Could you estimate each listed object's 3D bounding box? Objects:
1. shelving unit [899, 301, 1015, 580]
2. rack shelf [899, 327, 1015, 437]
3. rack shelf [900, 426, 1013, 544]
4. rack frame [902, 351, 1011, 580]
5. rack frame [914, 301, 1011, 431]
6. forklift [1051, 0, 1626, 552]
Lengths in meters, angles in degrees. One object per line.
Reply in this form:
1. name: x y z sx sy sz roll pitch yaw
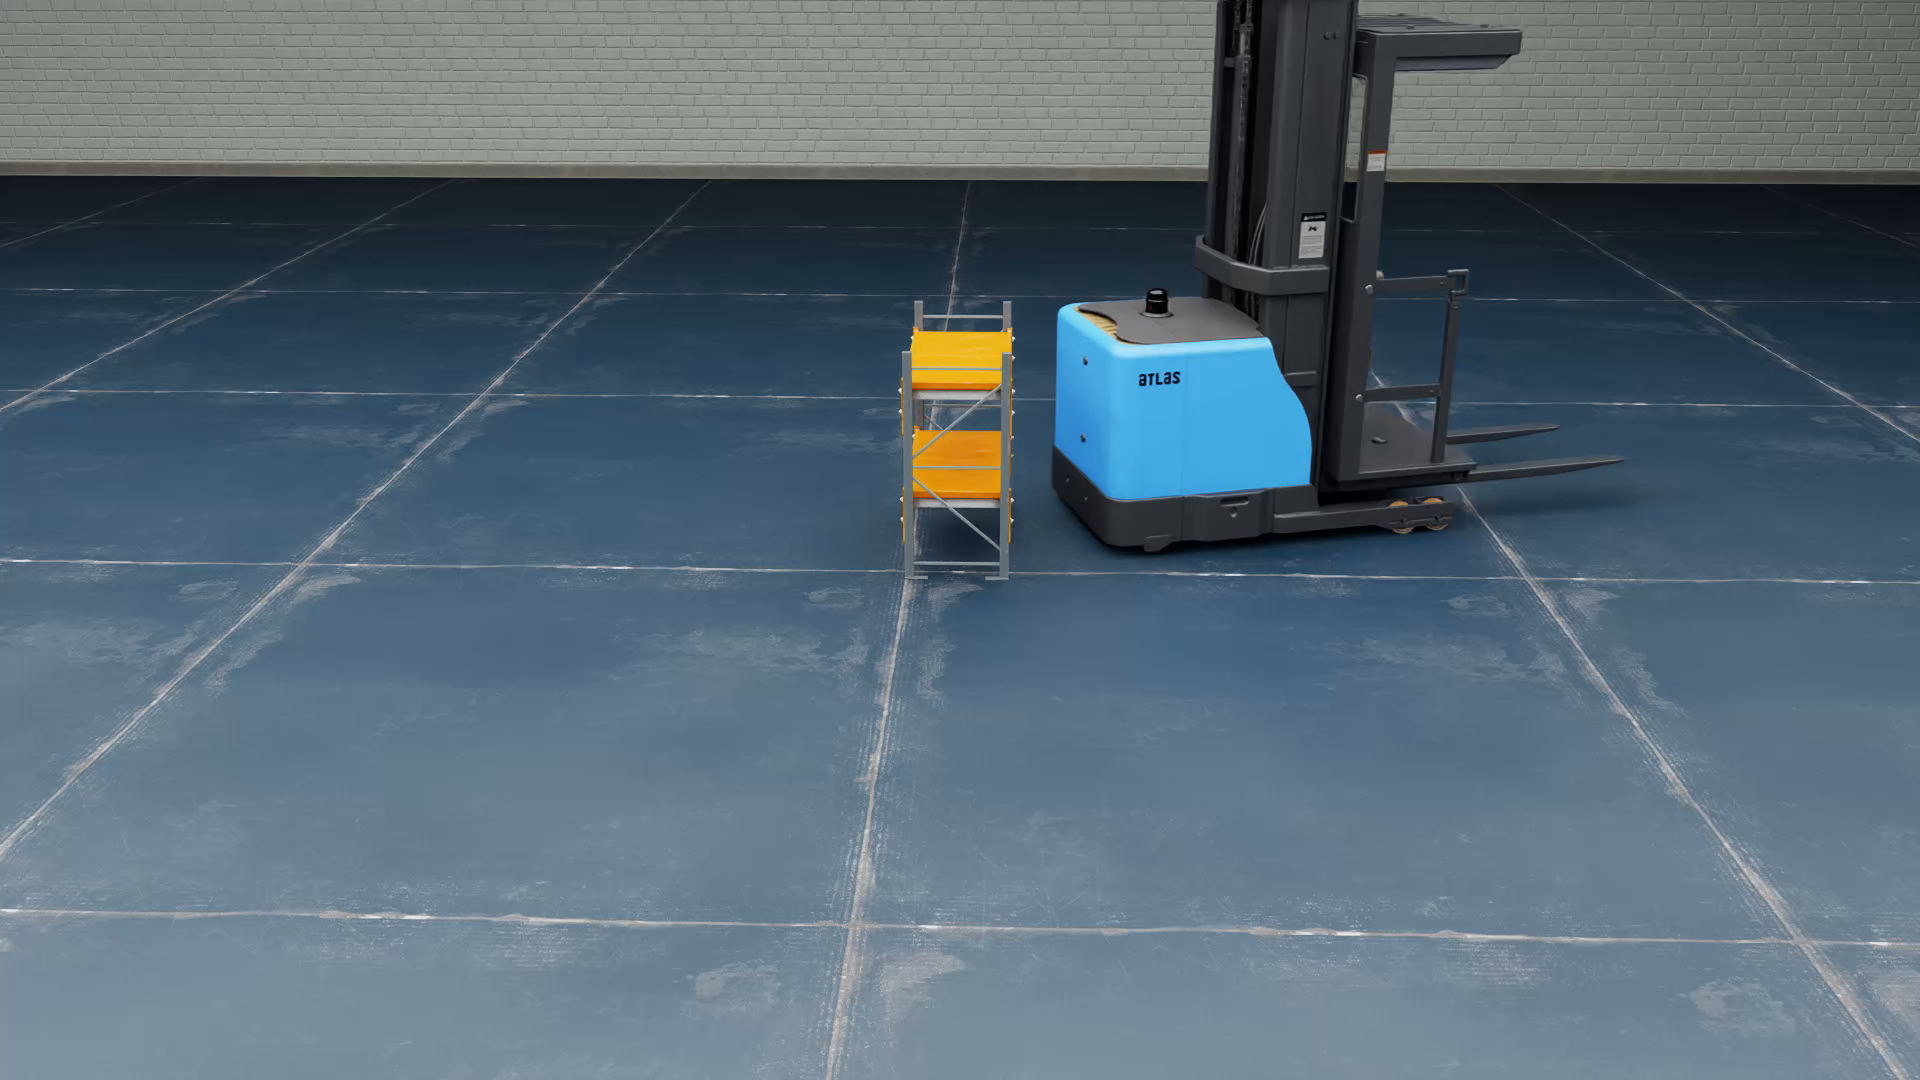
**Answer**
1. shelving unit: 0.000 -0.522 8.319 0.538 1.125 1.048 1 21 2
2. rack shelf: 0.000 -0.795 8.213 0.538 0.278 1.000 1 21 2
3. rack shelf: 0.000 -0.294 8.408 0.538 0.278 1.000 1 21 2
4. rack frame: -0.016 -0.338 7.845 0.500 1.125 0.032 1 21 2
5. rack frame: 0.015 -0.706 8.793 0.500 1.125 0.032 1 21 2
6. forklift: 2.075 -1.578 8.543 3.031 2.935 1.130 -5 22 -13
